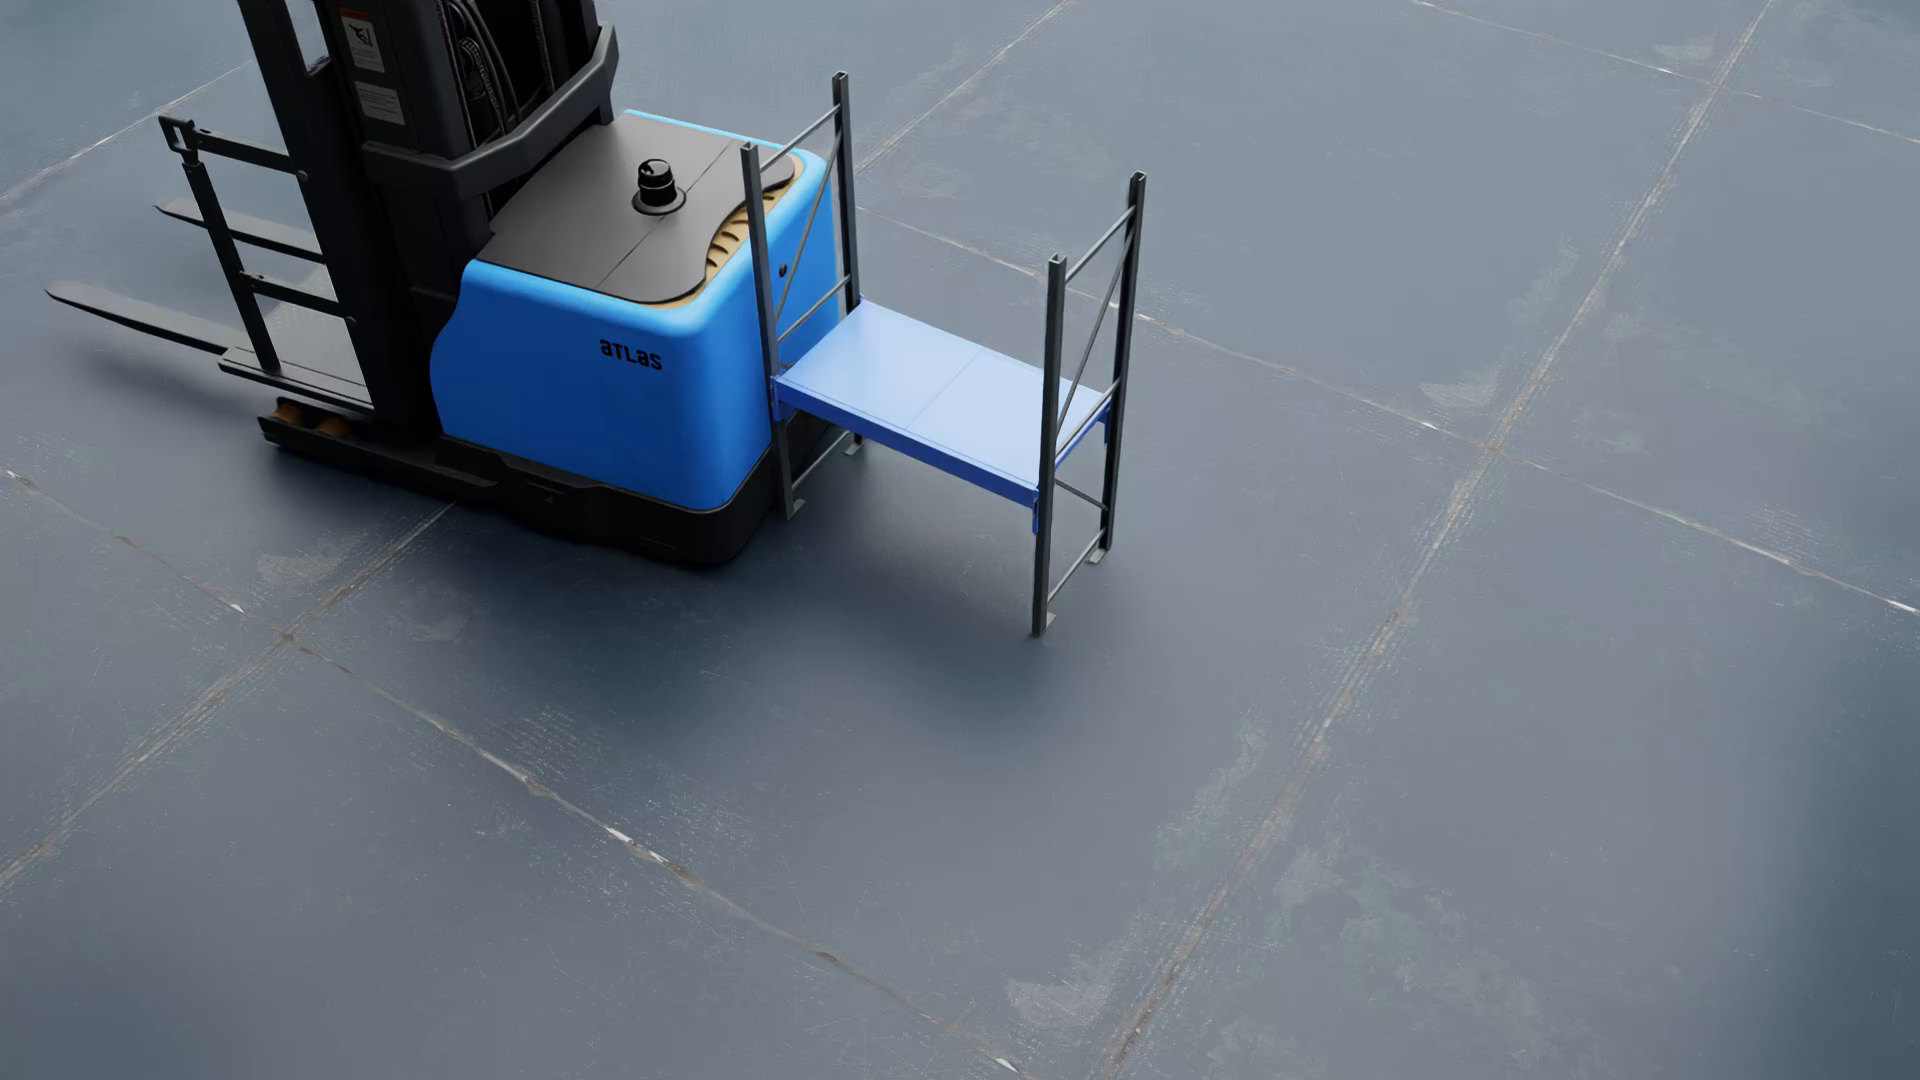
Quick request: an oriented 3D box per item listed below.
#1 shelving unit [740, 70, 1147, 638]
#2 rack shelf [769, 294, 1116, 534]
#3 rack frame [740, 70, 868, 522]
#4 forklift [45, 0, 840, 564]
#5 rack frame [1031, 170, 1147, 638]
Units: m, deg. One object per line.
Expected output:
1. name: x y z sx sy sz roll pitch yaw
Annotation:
1. shelving unit: -0.053 -0.552 5.240 1.048 1.500 0.538 24 51 22
2. rack shelf: -0.053 -0.426 5.369 1.000 0.185 0.538 24 51 22
3. rack frame: -0.484 -0.745 5.428 0.032 1.500 0.500 24 51 22
4. forklift: -1.982 -1.630 5.290 3.031 2.935 1.130 17 48 15
5. rack frame: 0.379 -0.359 5.053 0.032 1.500 0.500 24 51 22
